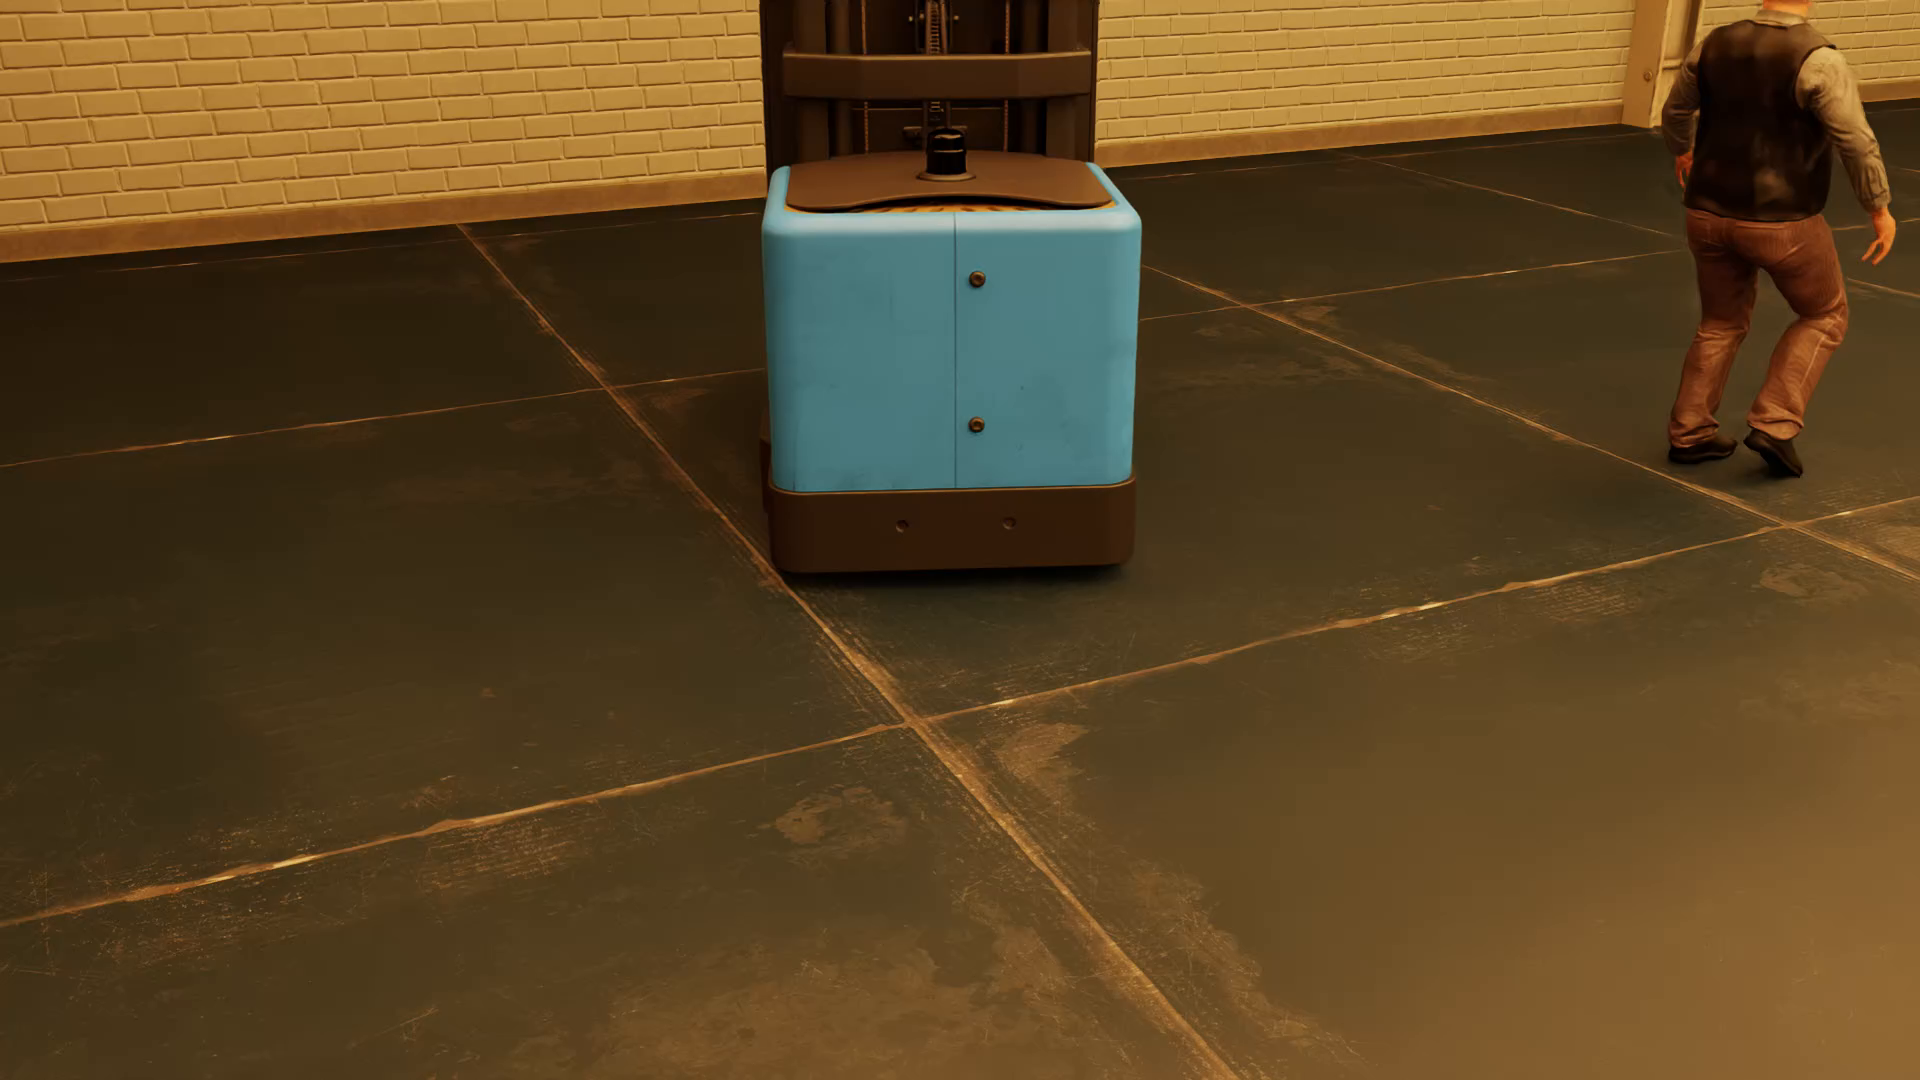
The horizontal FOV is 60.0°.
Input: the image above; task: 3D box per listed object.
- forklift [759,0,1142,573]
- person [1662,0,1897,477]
[{"bbox_3d":[-0.116,-1.783,5.578,1.130,2.935,3.031,-2,23,-4],"label":"forklift"},{"bbox_3d":[2.630,-1.056,5.484,0.497,1.729,0.843,-11,25,-25],"label":"person"}]
